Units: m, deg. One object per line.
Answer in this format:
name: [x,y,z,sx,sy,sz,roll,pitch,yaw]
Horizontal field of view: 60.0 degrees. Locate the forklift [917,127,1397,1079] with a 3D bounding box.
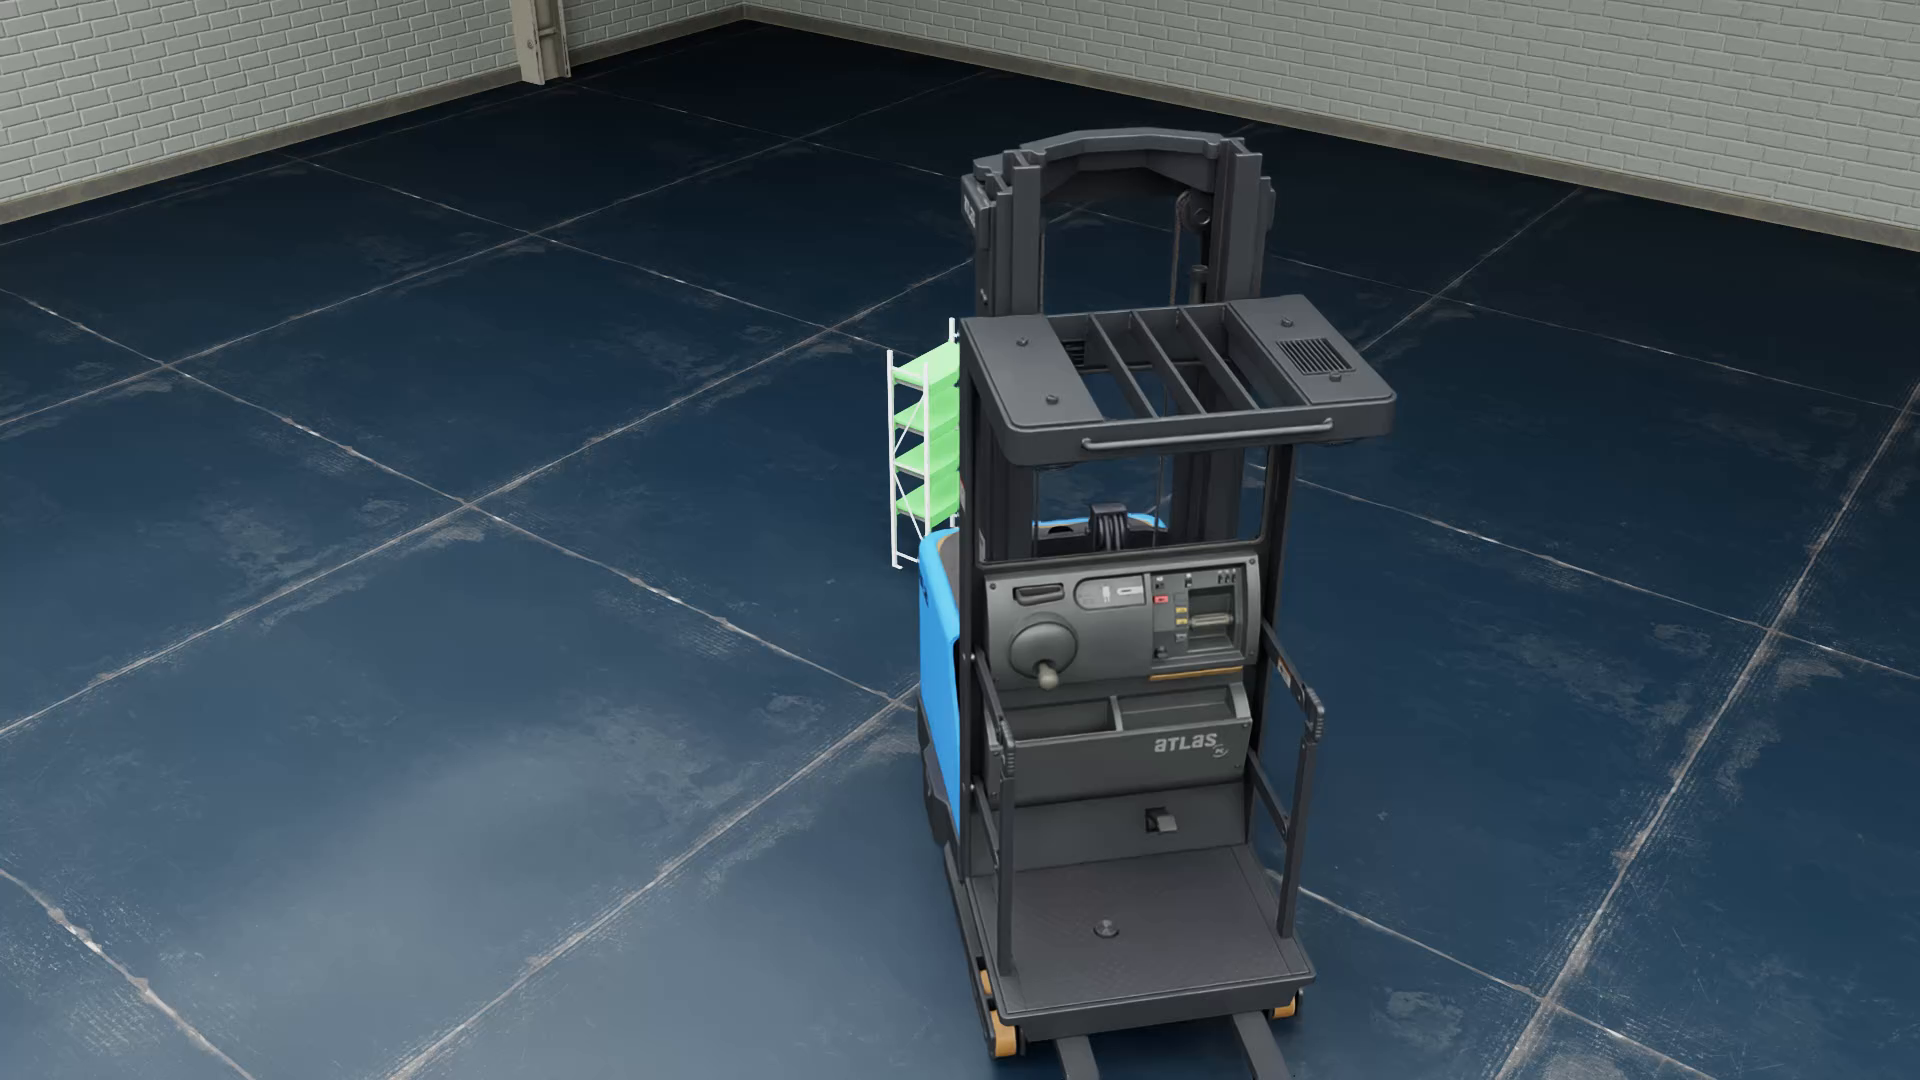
forklift: [0.585,0.320,5.335,1.130,2.935,3.031,-5,31,-9]

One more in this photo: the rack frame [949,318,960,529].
rack frame: [0.047,-0.548,8.498,0.240,1.200,0.015,21,37,31]

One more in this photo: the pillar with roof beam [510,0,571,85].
pillar with roof beam: [-0.668,-7.121,11.940,9.100,9.000,0.400,21,37,31]

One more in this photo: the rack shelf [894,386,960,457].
rack shelf: [-0.100,-0.600,8.241,0.258,0.148,0.480,21,37,31]

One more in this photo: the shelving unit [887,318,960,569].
shelving unit: [-0.100,-0.449,8.331,0.258,1.200,0.503,21,37,31]

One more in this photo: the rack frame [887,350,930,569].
rack frame: [-0.247,-0.350,8.163,0.240,1.200,0.015,21,37,31]

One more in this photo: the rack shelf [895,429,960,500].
rack shelf: [-0.100,-0.394,8.363,0.258,0.148,0.480,21,37,31]

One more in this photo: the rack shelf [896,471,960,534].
rack shelf: [-0.100,-0.187,8.486,0.258,0.148,0.480,21,37,31]

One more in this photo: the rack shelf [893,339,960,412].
rack shelf: [-0.100,-0.807,8.118,0.258,0.148,0.480,21,37,31]
